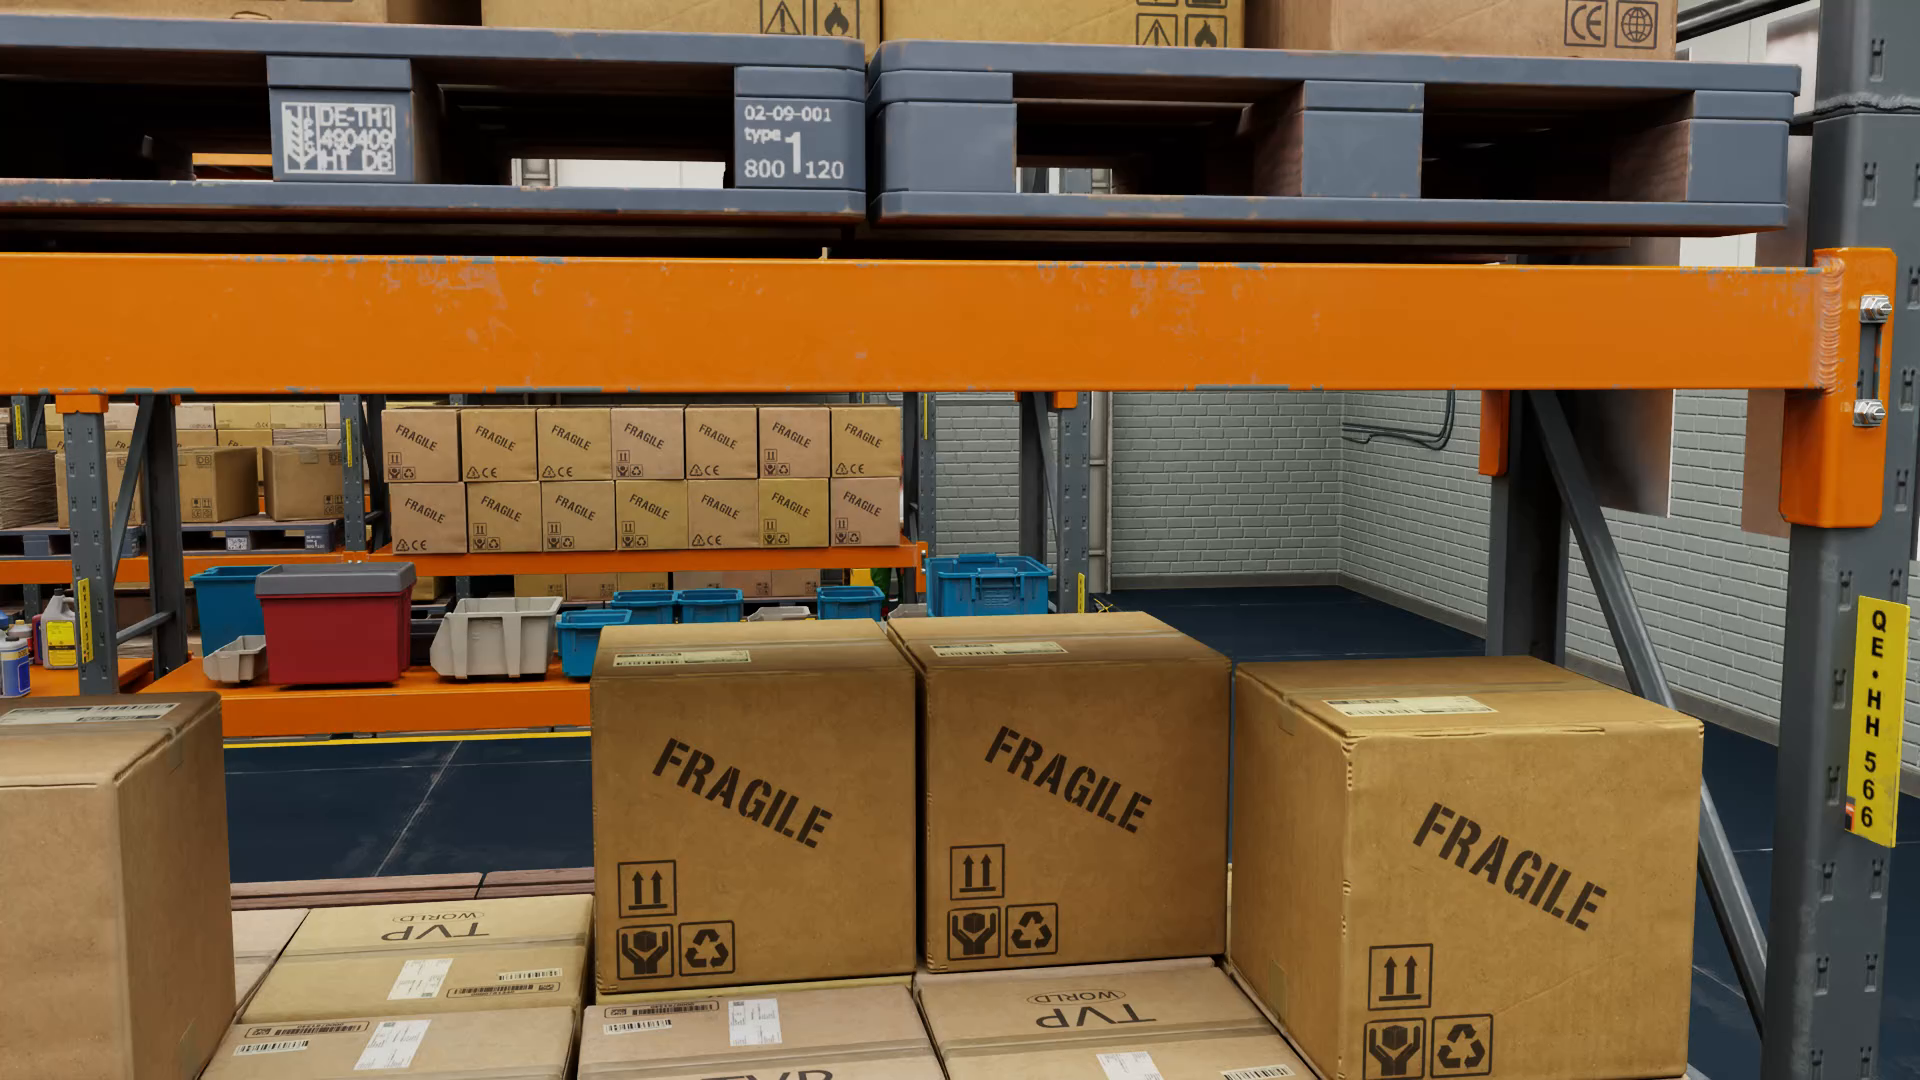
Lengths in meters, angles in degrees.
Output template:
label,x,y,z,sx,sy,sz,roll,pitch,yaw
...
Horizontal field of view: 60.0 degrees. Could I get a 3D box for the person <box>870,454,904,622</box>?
label,x,y,z,sx,sy,sz,roll,pitch,yaw
person,-0.592,0.080,15.397,0.500,1.787,0.560,-1,6,-9
